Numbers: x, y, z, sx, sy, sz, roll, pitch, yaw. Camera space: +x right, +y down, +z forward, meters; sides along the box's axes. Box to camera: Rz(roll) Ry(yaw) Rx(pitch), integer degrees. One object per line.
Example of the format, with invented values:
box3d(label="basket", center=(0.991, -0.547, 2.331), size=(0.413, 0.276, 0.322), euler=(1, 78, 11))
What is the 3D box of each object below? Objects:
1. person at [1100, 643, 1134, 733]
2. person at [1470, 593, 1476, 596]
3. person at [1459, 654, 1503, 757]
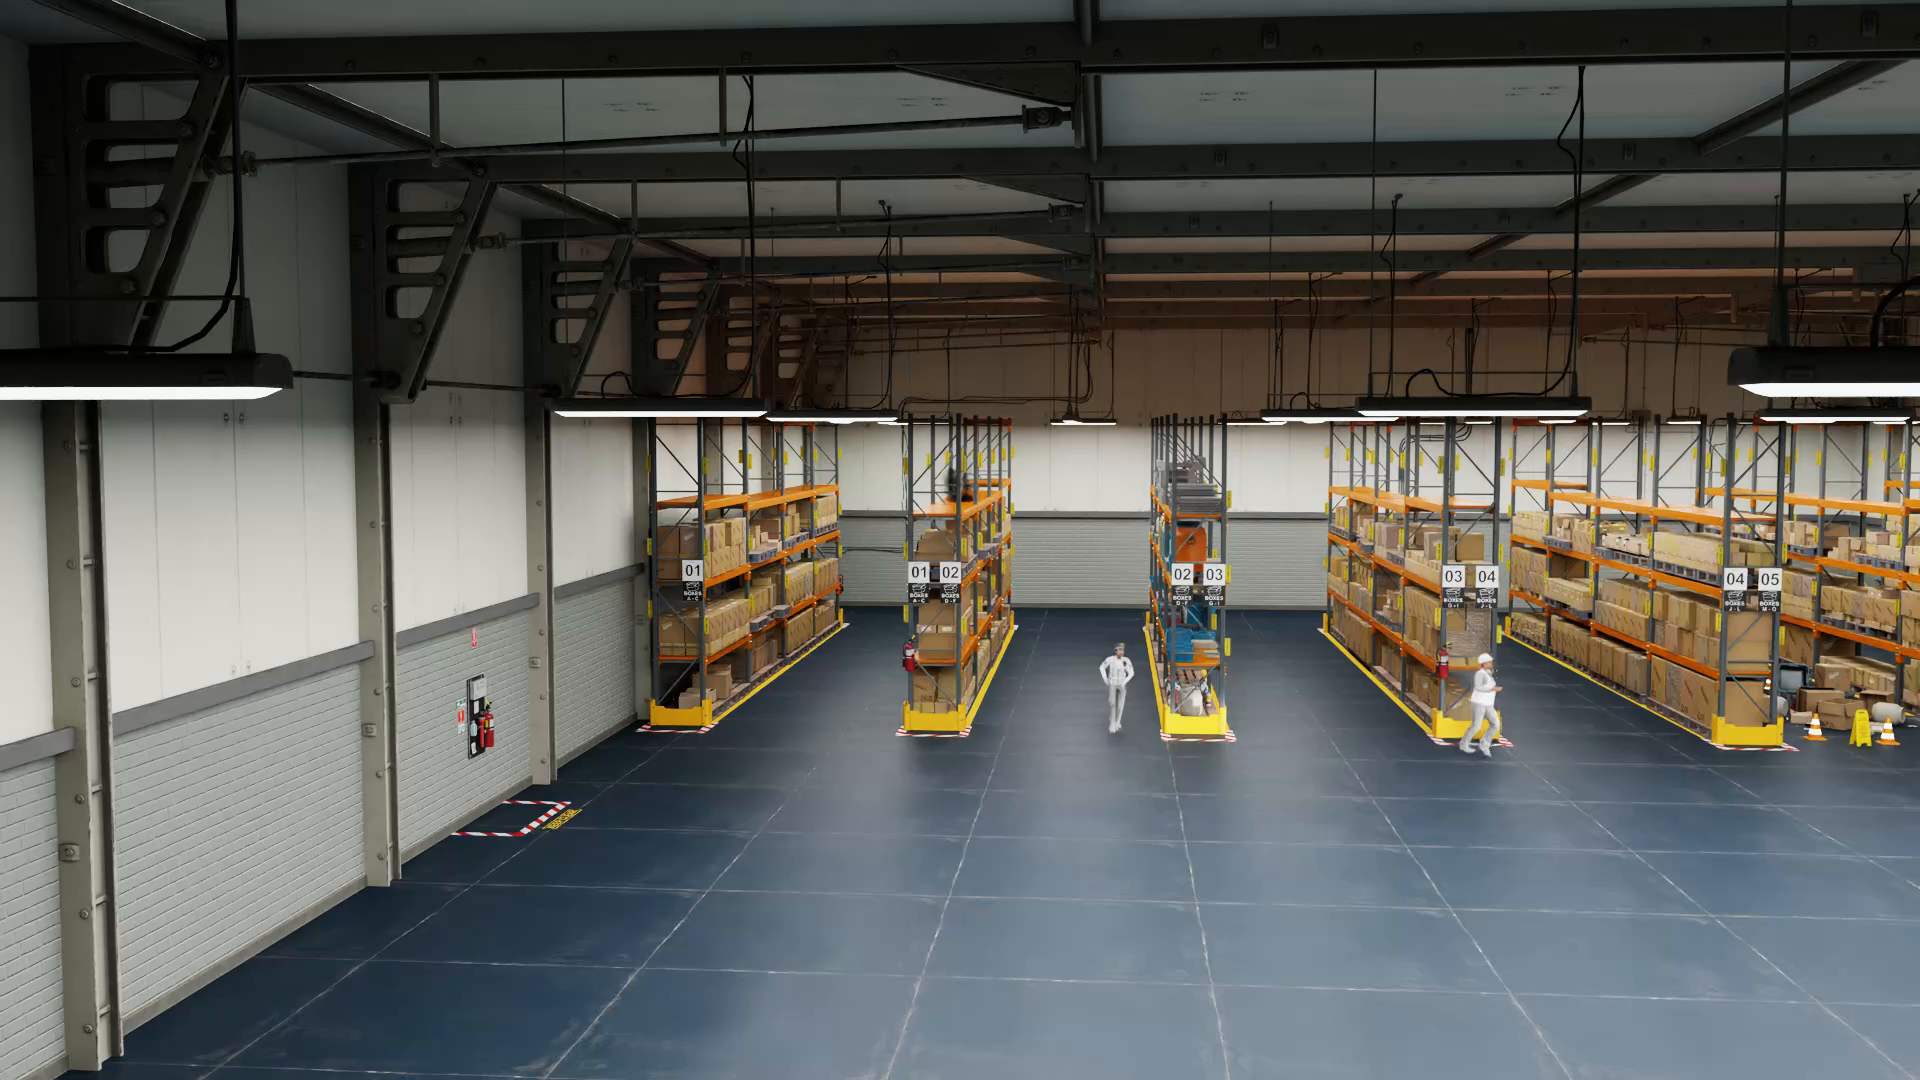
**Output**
box3d(label="person", center=(2.978, 2.777, 31.427), size=(0.625, 1.700, 0.642), euler=(0, 4, -1))
box3d(label="person", center=(14.365, 1.737, 46.944), size=(0.678, 1.778, 0.822), euler=(-2, 4, -28))
box3d(label="person", center=(9.168, 2.893, 29.108), size=(0.729, 1.805, 0.654), euler=(3, 5, 41))
